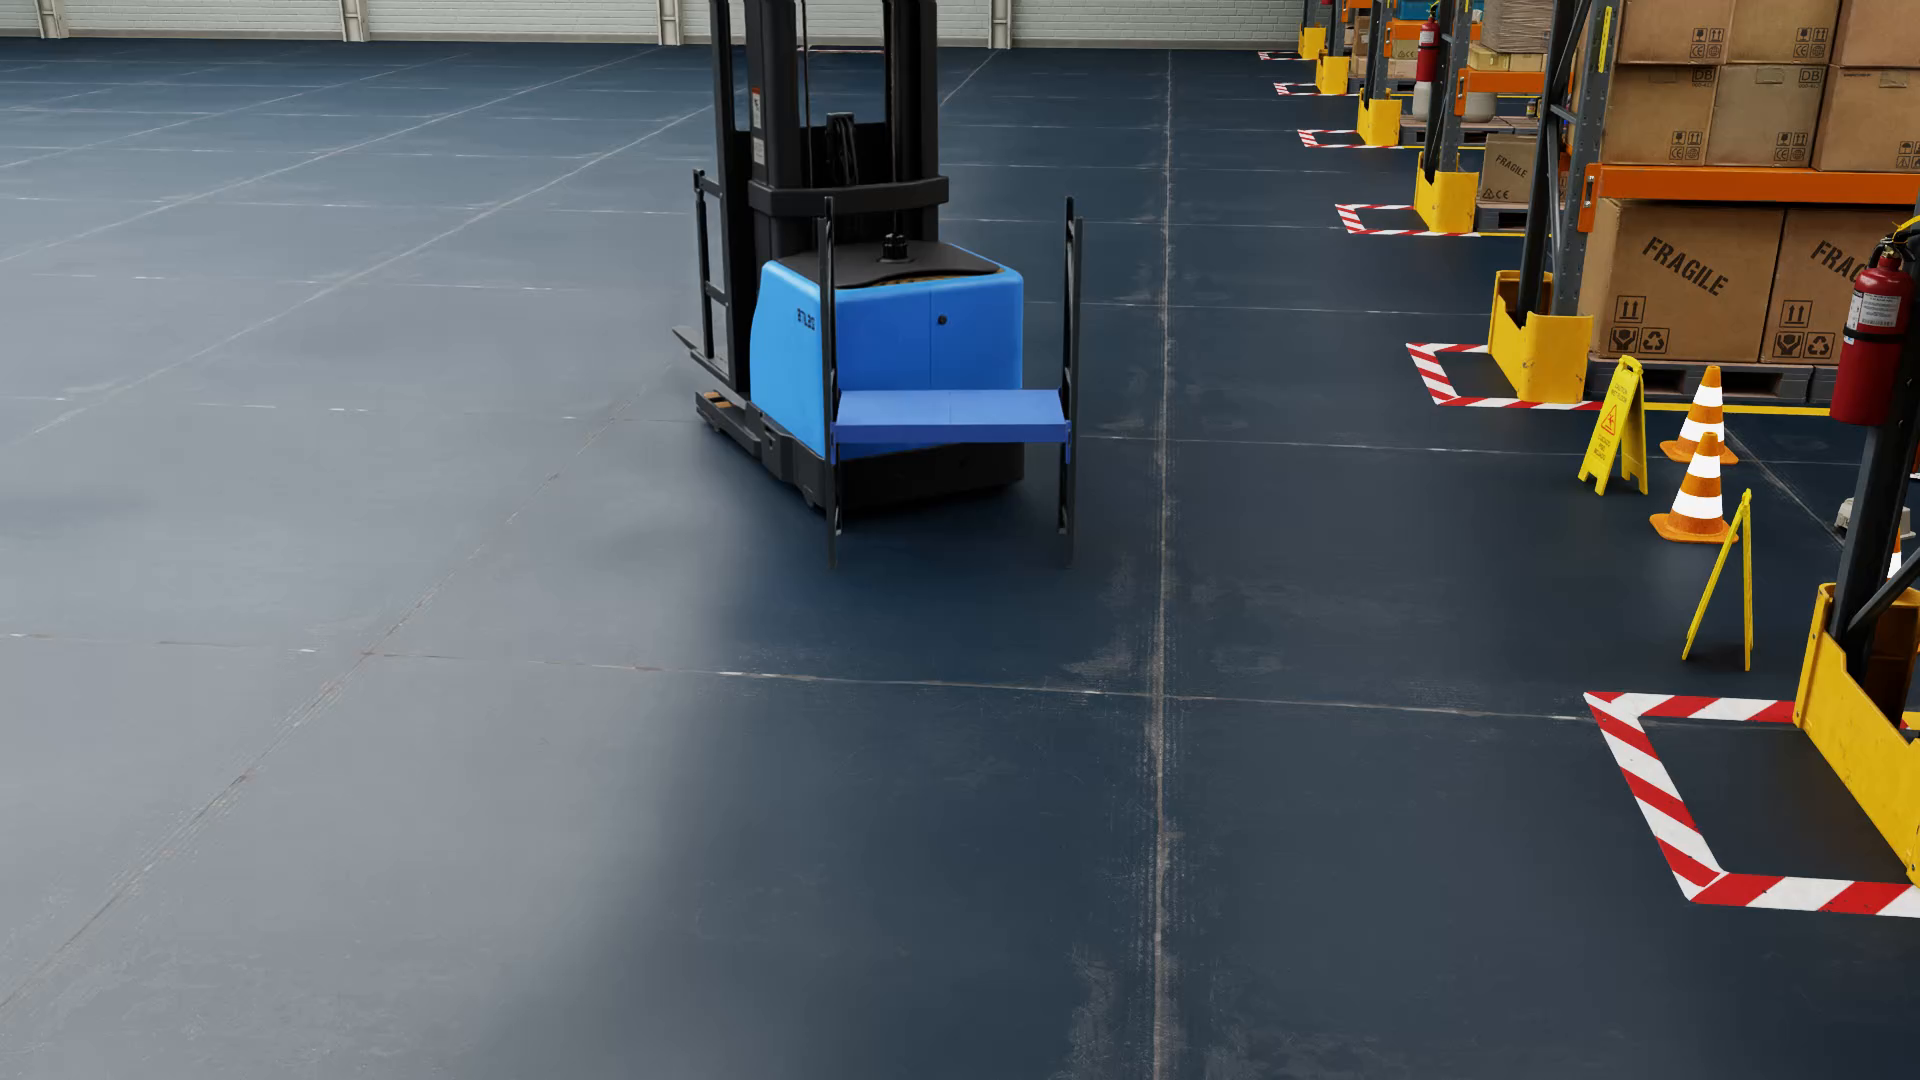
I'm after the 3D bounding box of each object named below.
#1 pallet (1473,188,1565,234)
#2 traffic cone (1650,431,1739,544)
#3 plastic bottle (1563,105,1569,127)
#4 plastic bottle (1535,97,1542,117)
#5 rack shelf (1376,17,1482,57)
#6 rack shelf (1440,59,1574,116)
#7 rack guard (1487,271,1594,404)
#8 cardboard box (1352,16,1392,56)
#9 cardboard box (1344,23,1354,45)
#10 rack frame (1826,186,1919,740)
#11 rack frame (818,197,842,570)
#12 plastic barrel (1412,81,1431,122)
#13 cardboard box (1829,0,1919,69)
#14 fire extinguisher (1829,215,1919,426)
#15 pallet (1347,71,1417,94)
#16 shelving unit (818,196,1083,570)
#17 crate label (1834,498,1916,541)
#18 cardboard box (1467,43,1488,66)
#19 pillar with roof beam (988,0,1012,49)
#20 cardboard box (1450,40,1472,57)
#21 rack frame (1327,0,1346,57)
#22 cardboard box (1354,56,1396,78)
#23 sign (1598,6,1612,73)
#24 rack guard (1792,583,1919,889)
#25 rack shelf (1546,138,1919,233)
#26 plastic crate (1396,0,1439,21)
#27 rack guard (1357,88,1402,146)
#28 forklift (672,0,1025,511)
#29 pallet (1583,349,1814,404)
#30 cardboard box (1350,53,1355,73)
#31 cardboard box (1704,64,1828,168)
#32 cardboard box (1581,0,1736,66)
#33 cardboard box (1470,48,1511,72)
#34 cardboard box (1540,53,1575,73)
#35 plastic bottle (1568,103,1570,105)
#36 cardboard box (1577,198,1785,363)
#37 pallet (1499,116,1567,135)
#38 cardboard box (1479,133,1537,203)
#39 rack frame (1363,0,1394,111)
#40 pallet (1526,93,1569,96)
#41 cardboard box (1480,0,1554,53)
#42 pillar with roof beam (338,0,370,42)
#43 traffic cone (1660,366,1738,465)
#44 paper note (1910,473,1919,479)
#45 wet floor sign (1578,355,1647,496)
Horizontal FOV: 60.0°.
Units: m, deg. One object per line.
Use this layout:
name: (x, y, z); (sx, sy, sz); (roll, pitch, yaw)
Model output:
pallet: (5.003, -2.837, 14.330); (1.213, 0.211, 1.003); (2, 22, 6)
traffic cone: (3.330, -0.260, 7.468); (0.334, 0.463, 0.336); (2, 22, 6)
plastic bottle: (6.694, -4.727, 18.412); (0.133, 0.283, 0.061); (3, 22, 7)
plastic bottle: (6.701, -5.017, 19.147); (0.133, 0.283, 0.061); (3, 22, 8)
rack shelf: (6.694, -5.573, 18.434); (4.000, 0.370, 1.077); (2, 22, 6)
rack shelf: (6.111, -3.764, 13.860); (4.000, 0.370, 1.077); (2, 22, 6)
rack guard: (3.417, -1.218, 9.840); (0.348, 0.500, 1.175); (2, 22, 6)
cardboard box: (5.862, -7.153, 23.602); (0.500, 0.500, 0.500); (2, 22, 6)
cardboard box: (6.550, -8.502, 27.925); (0.500, 0.311, 0.500); (0, 22, 0)
rack frame: (2.959, -0.567, 4.795); (0.127, 3.000, 1.000); (2, 22, 6)
rack frame: (-0.550, -0.660, 7.070); (0.032, 1.500, 0.500); (0, 22, -1)
plastic barrel: (5.370, -5.032, 18.900); (0.421, 0.512, 0.421); (0, 22, 0)
cardboard box: (4.902, -2.857, 8.913); (0.550, 0.550, 0.875); (2, 22, 6)
fire extinguisher: (2.899, -0.705, 5.247); (0.183, 0.674, 0.296); (2, 22, 6)
pallet: (6.059, -6.488, 23.563); (1.213, 0.211, 1.003); (2, 22, 6)
shelving unit: (-0.042, -0.663, 7.077); (1.048, 1.500, 0.538); (0, 22, -1)
crate label: (4.118, -0.097, 7.499); (0.298, 0.136, 0.250); (-9, 23, -22)
cardboard box: (4.432, -4.132, 14.153); (0.250, 0.149, 0.380); (2, 22, 6)
pillar with roof beam: (0.206, -11.374, 23.970); (0.400, 9.000, 9.100); (2, 22, 6)
cardboard box: (6.796, -6.925, 23.026); (0.500, 0.500, 0.500); (2, 22, 6)
rack frame: (5.294, -7.802, 23.095); (0.127, 3.000, 1.000); (2, 22, 6)
cardboard box: (5.801, -6.614, 23.259); (0.500, 0.250, 0.500); (2, 22, 6)
sign: (3.370, -2.616, 8.692); (0.005, 0.325, 0.100); (2, 22, 6)
rack guard: (3.034, 0.598, 5.246); (0.348, 0.500, 1.175); (2, 22, 6)
rack shelf: (5.427, -1.958, 9.291); (4.000, 0.370, 1.077); (2, 22, 6)
plastic crate: (5.240, -6.012, 18.770); (0.616, 0.251, 0.499); (2, 22, 6)
rack guard: (4.789, -4.845, 19.016); (0.348, 0.500, 1.175); (2, 22, 6)
forklift: (-0.786, -2.001, 8.515); (1.130, 2.935, 3.031); (-10, 24, -24)
pallet: (4.244, -1.076, 9.875); (1.213, 0.211, 1.003); (2, 22, 6)
cardboard box: (5.862, -6.803, 23.738); (0.500, 0.250, 0.500); (2, 22, 6)
cardboard box: (4.363, -2.433, 9.311); (0.550, 0.550, 0.875); (2, 22, 6)
cardboard box: (3.805, -2.921, 9.075); (0.550, 0.550, 0.875); (2, 22, 6)
cardboard box: (4.380, -3.969, 13.742); (0.250, 0.149, 0.380); (2, 22, 6)
cardboard box: (4.872, -3.935, 13.656); (0.250, 0.149, 0.380); (2, 22, 6)
plastic bottle: (6.972, -4.904, 18.973); (0.097, 0.201, 0.097); (0, 22, 0)
cardboard box: (4.122, -1.581, 9.678); (0.875, 0.875, 0.875); (3, 22, 7)
pallet: (6.803, -4.620, 18.839); (1.213, 0.211, 1.003); (2, 22, 6)
cardboard box: (4.743, -3.185, 14.246); (0.500, 0.500, 0.500); (7, 23, 16)
rack frame: (4.708, -5.994, 18.521); (0.127, 3.000, 1.000); (2, 22, 6)
pallet: (8.482, -6.382, 23.296); (1.213, 0.211, 1.003); (2, 22, 6)
cardboard box: (4.668, -4.337, 13.788); (0.500, 0.500, 0.875); (2, 22, 6)
pillar with roof beam: (-11.711, -11.893, 25.284); (0.400, 9.000, 9.100); (2, 22, 6)
traffic cone: (3.801, -0.658, 8.474); (0.334, 0.463, 0.336); (2, 22, 6)
paper note: (4.757, -0.312, 8.189); (0.142, 0.017, 0.144); (11, 24, 25)
wet floor sign: (3.179, -0.563, 7.985); (0.232, 0.644, 0.267); (-1, 22, -3)
